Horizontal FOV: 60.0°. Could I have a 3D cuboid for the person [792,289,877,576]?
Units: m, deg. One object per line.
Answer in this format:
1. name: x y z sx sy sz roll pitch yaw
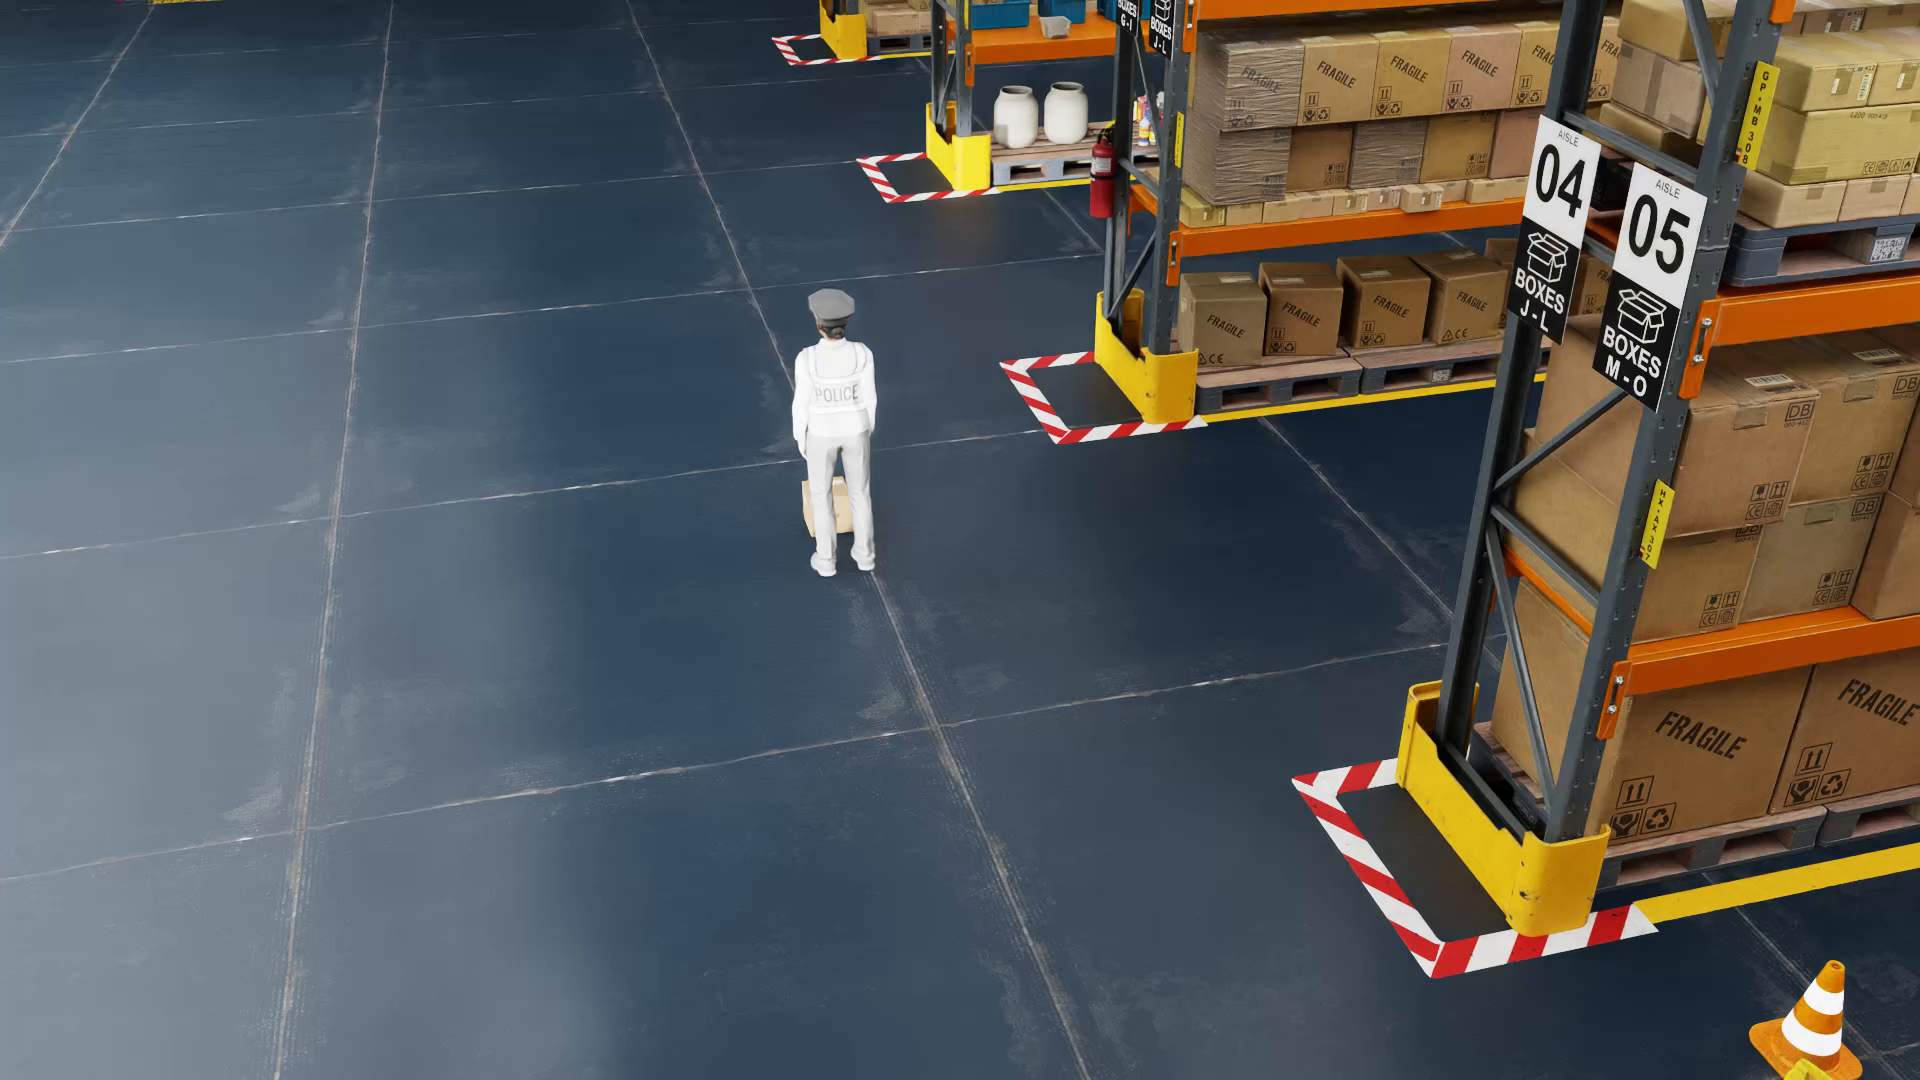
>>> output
1. person: -0.692 -0.580 9.217 0.467 1.687 0.339 -7 31 -12
